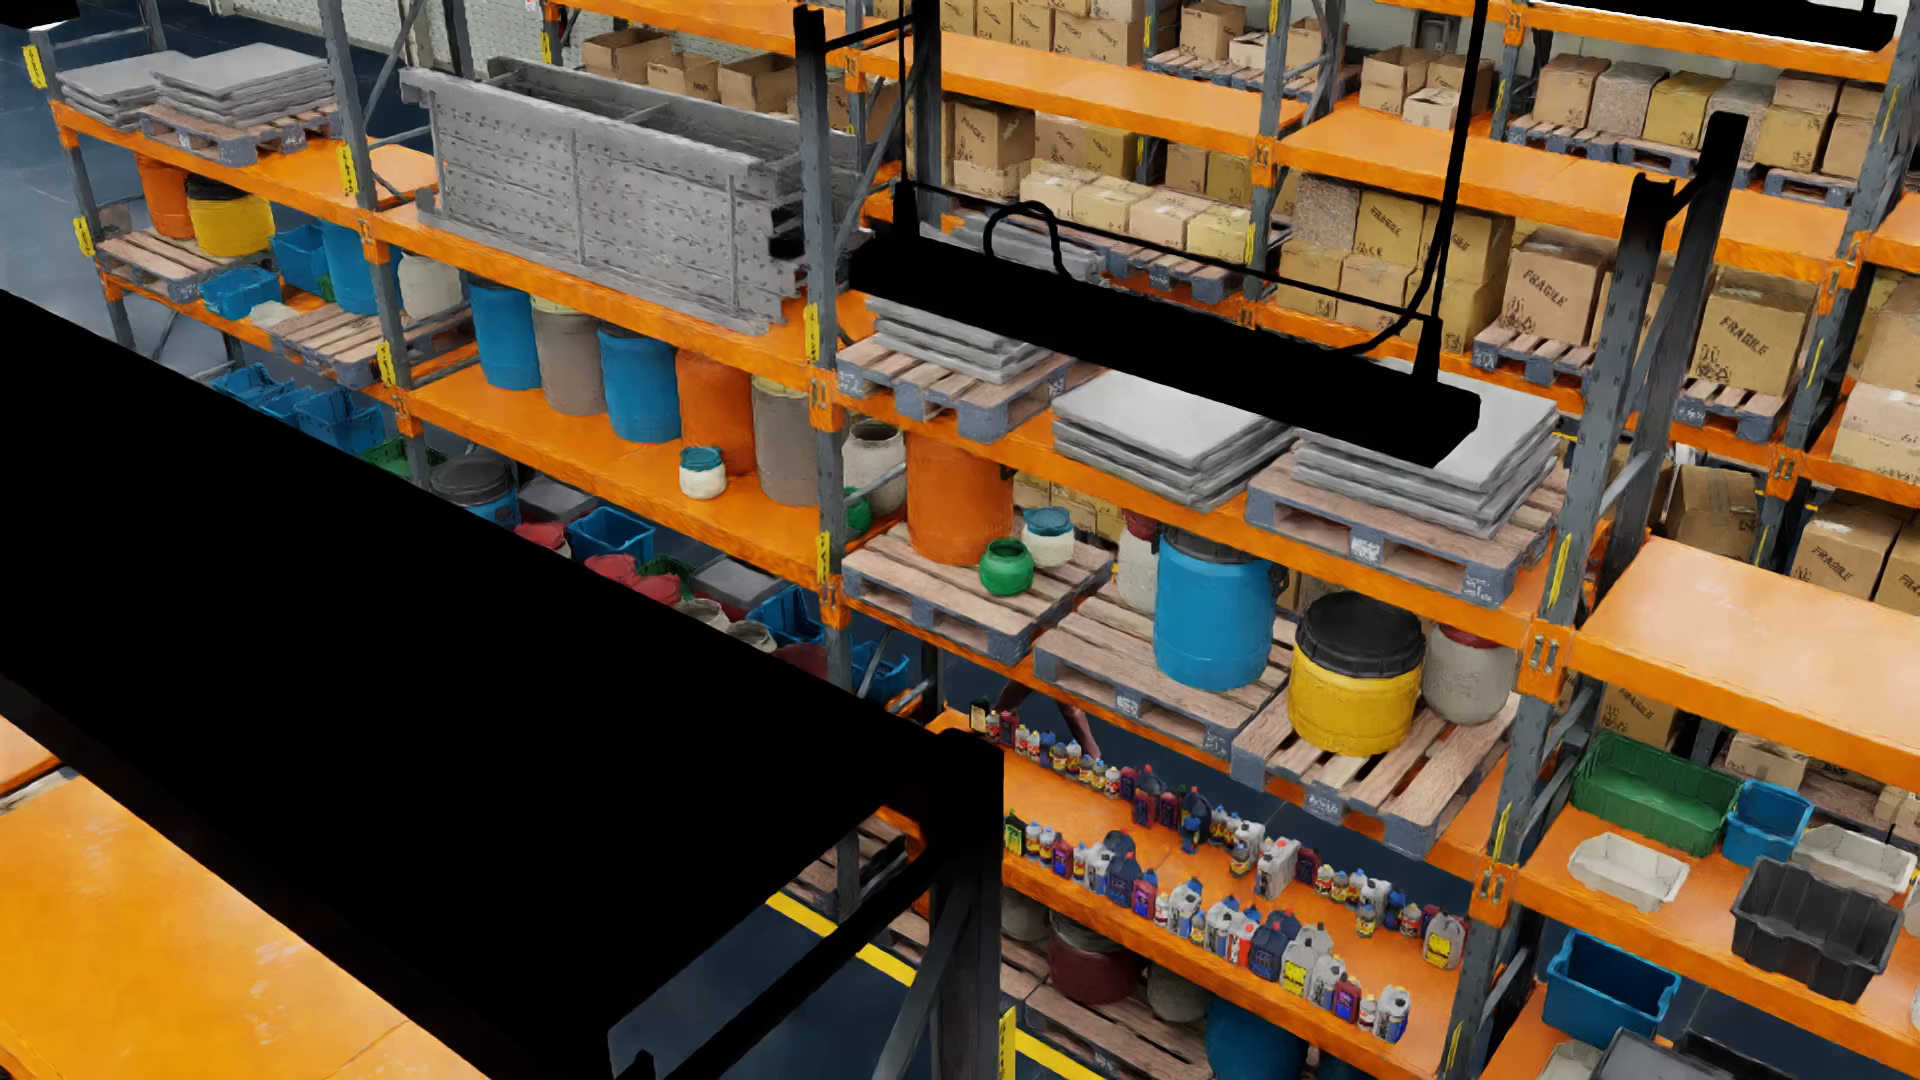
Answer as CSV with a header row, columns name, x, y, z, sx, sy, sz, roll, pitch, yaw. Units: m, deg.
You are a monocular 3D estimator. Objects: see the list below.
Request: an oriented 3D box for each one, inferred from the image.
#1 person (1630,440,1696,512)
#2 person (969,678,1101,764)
name,x,y,z,sx,sy,sz,roll,pitch,yaw
person,5.841,-0.277,13.991,0.632,1.783,0.506,4,32,6
person,0.592,0.882,12.278,1.110,1.590,0.448,23,38,33
